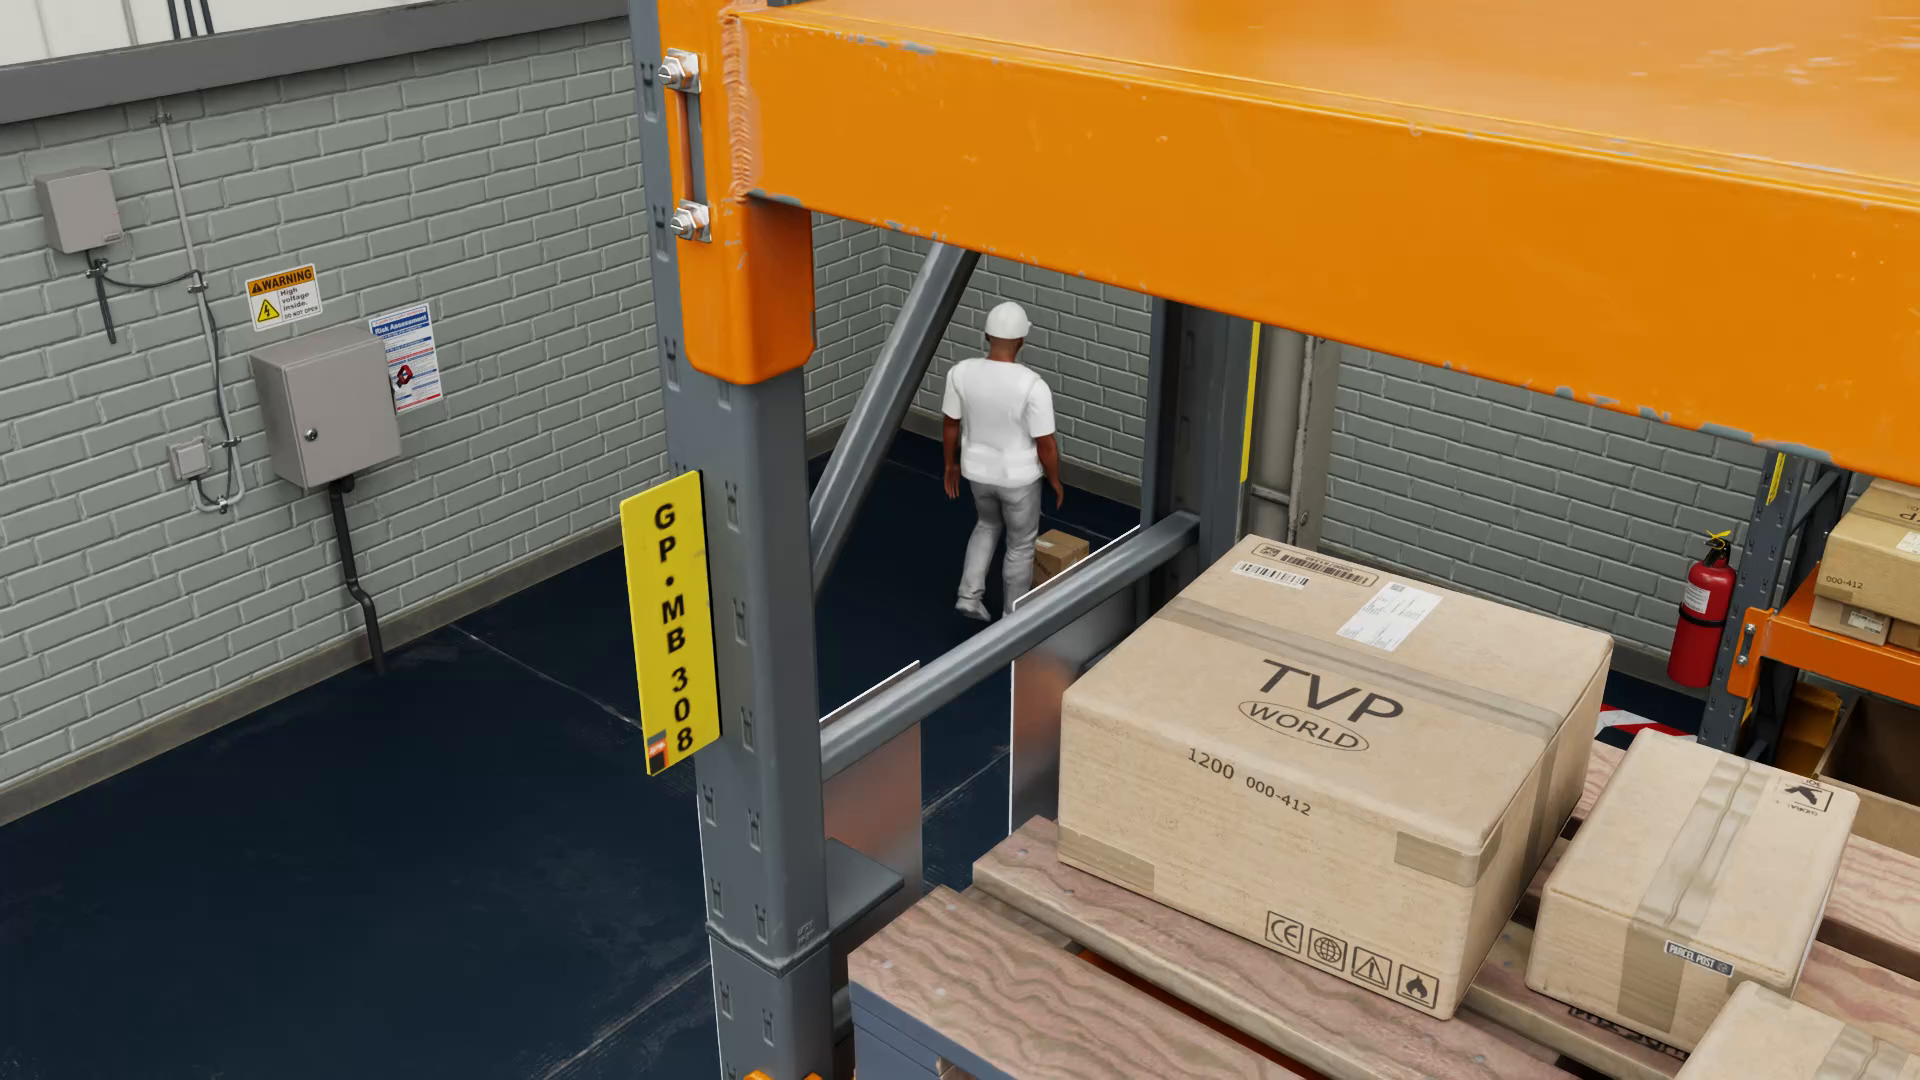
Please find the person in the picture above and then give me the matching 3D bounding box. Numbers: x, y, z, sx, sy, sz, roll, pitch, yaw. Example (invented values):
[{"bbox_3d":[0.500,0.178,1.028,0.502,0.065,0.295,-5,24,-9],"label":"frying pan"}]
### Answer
[{"bbox_3d":[0.226,-0.342,8.225,0.594,1.767,0.504,15,31,27],"label":"person"}]
